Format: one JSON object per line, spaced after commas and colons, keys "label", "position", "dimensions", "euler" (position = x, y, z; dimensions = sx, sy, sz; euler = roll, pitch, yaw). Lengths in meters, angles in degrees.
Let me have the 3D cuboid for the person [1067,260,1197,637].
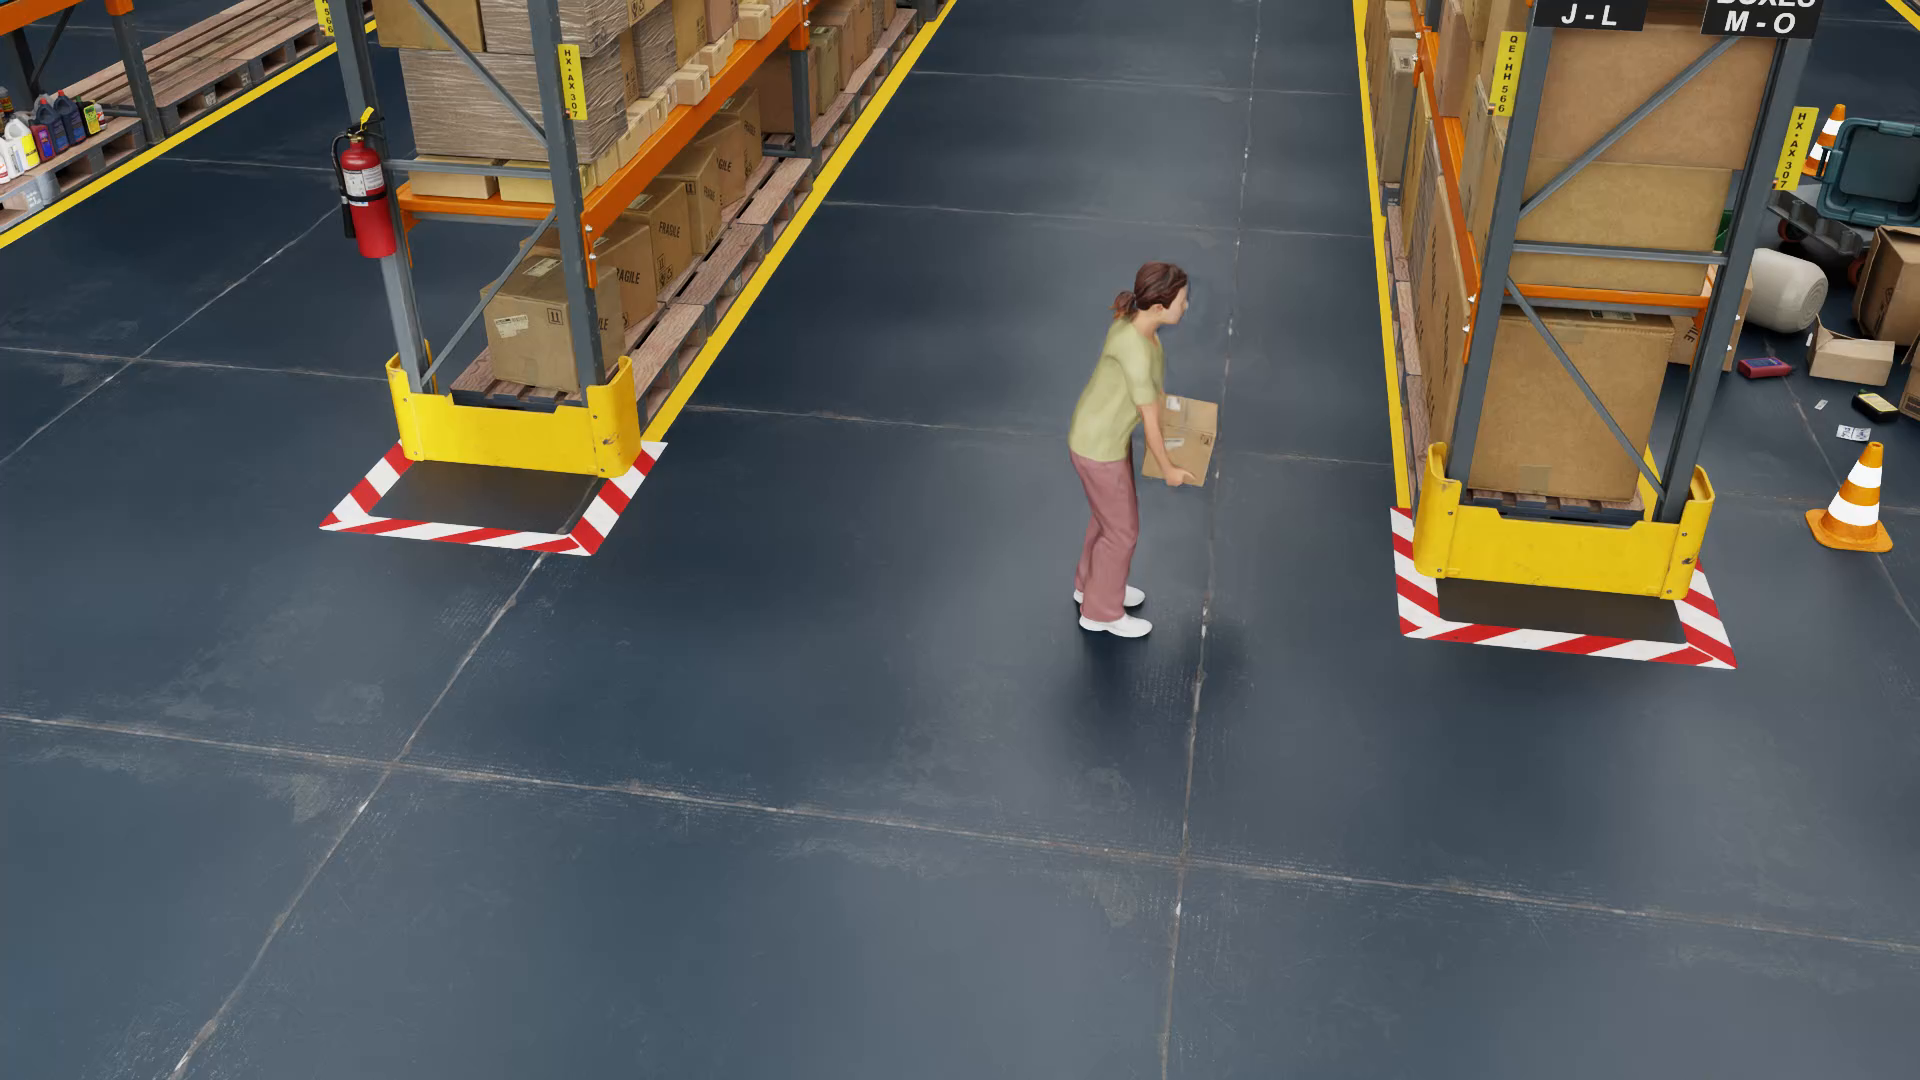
{"label": "person", "position": [0.702, -0.365, 6.746], "dimensions": [0.527, 1.644, 0.406], "euler": [5, 33, 7]}
